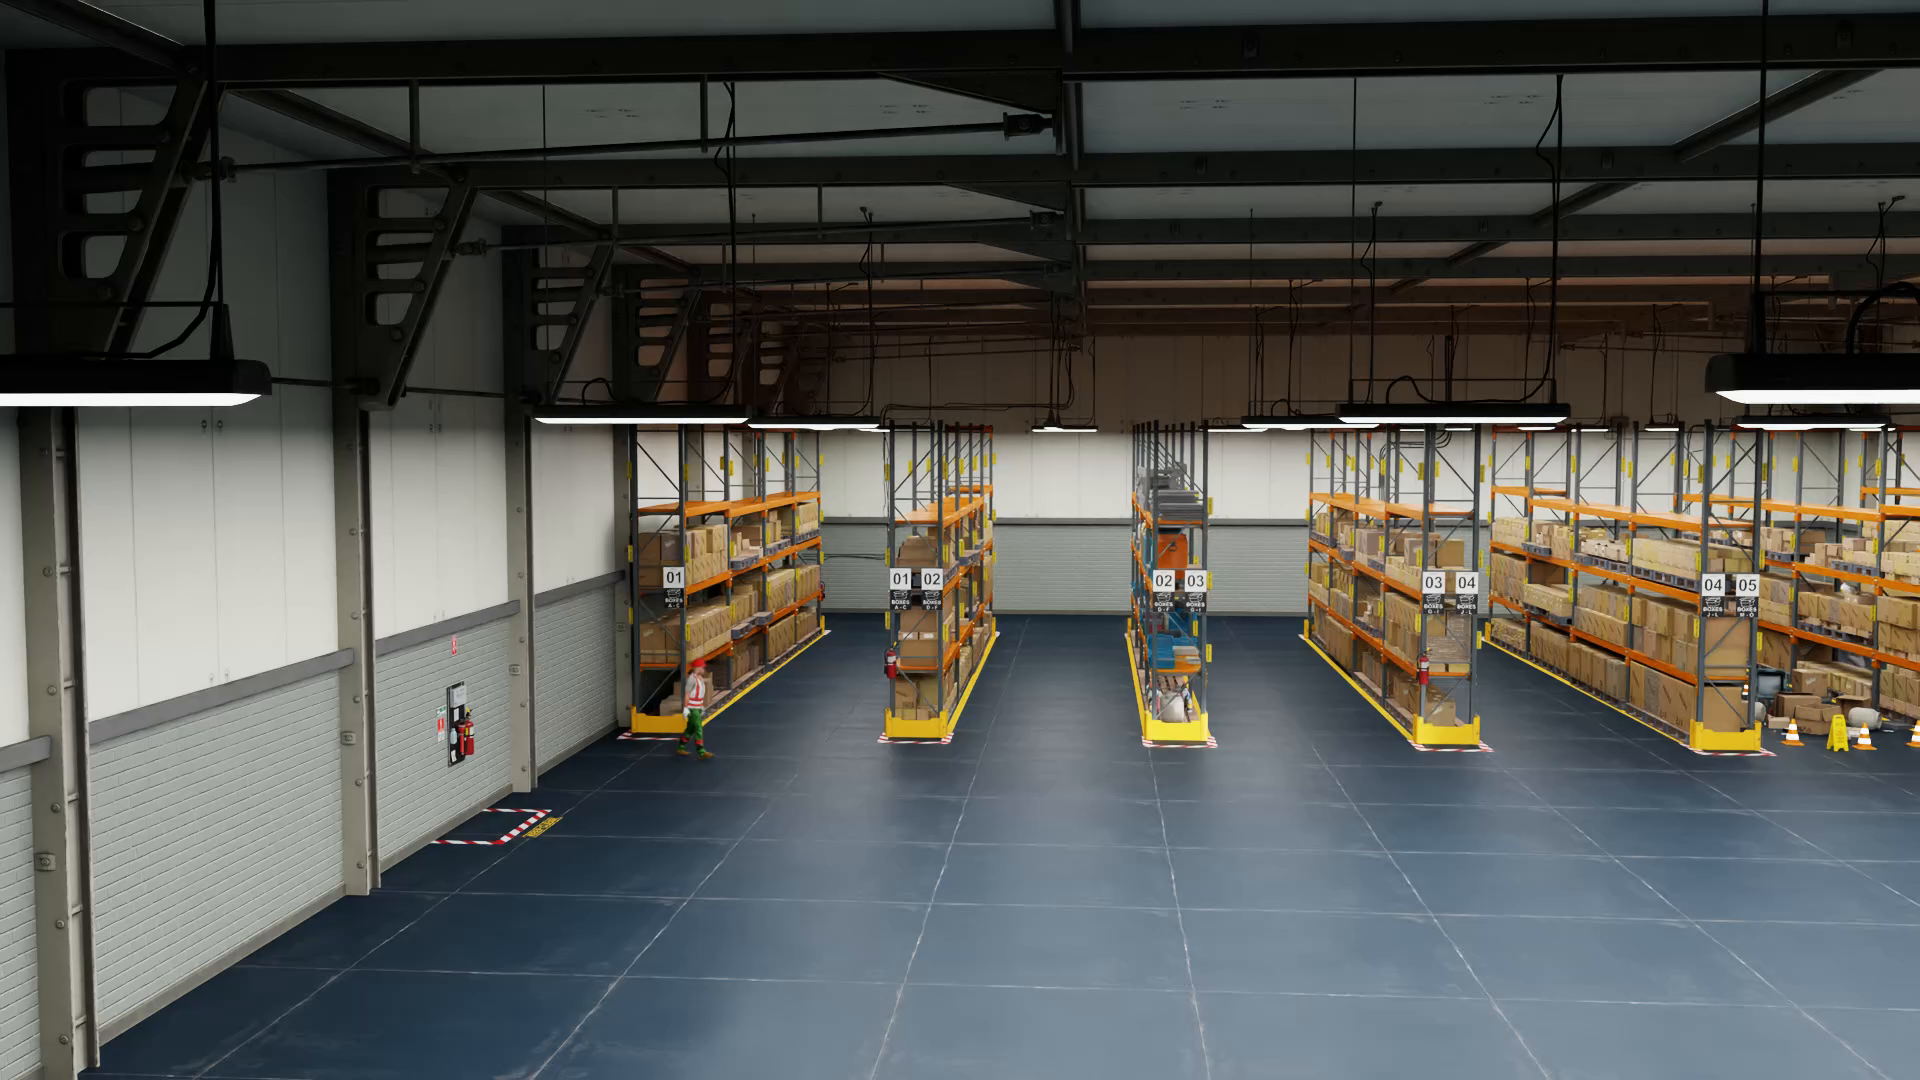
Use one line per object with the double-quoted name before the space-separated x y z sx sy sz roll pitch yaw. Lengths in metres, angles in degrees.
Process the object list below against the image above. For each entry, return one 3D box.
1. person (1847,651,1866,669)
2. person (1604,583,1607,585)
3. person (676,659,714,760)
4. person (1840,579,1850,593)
"person" 21.324 2.395 39.428 0.636 1.673 0.778 0 4 -4
"person" 17.882 1.987 46.166 0.999 1.569 0.438 2 4 29
"person" -4.691 2.991 29.470 0.864 1.763 0.599 1 4 14
"person" 25.039 1.860 47.187 1.153 1.733 0.577 0 4 4
